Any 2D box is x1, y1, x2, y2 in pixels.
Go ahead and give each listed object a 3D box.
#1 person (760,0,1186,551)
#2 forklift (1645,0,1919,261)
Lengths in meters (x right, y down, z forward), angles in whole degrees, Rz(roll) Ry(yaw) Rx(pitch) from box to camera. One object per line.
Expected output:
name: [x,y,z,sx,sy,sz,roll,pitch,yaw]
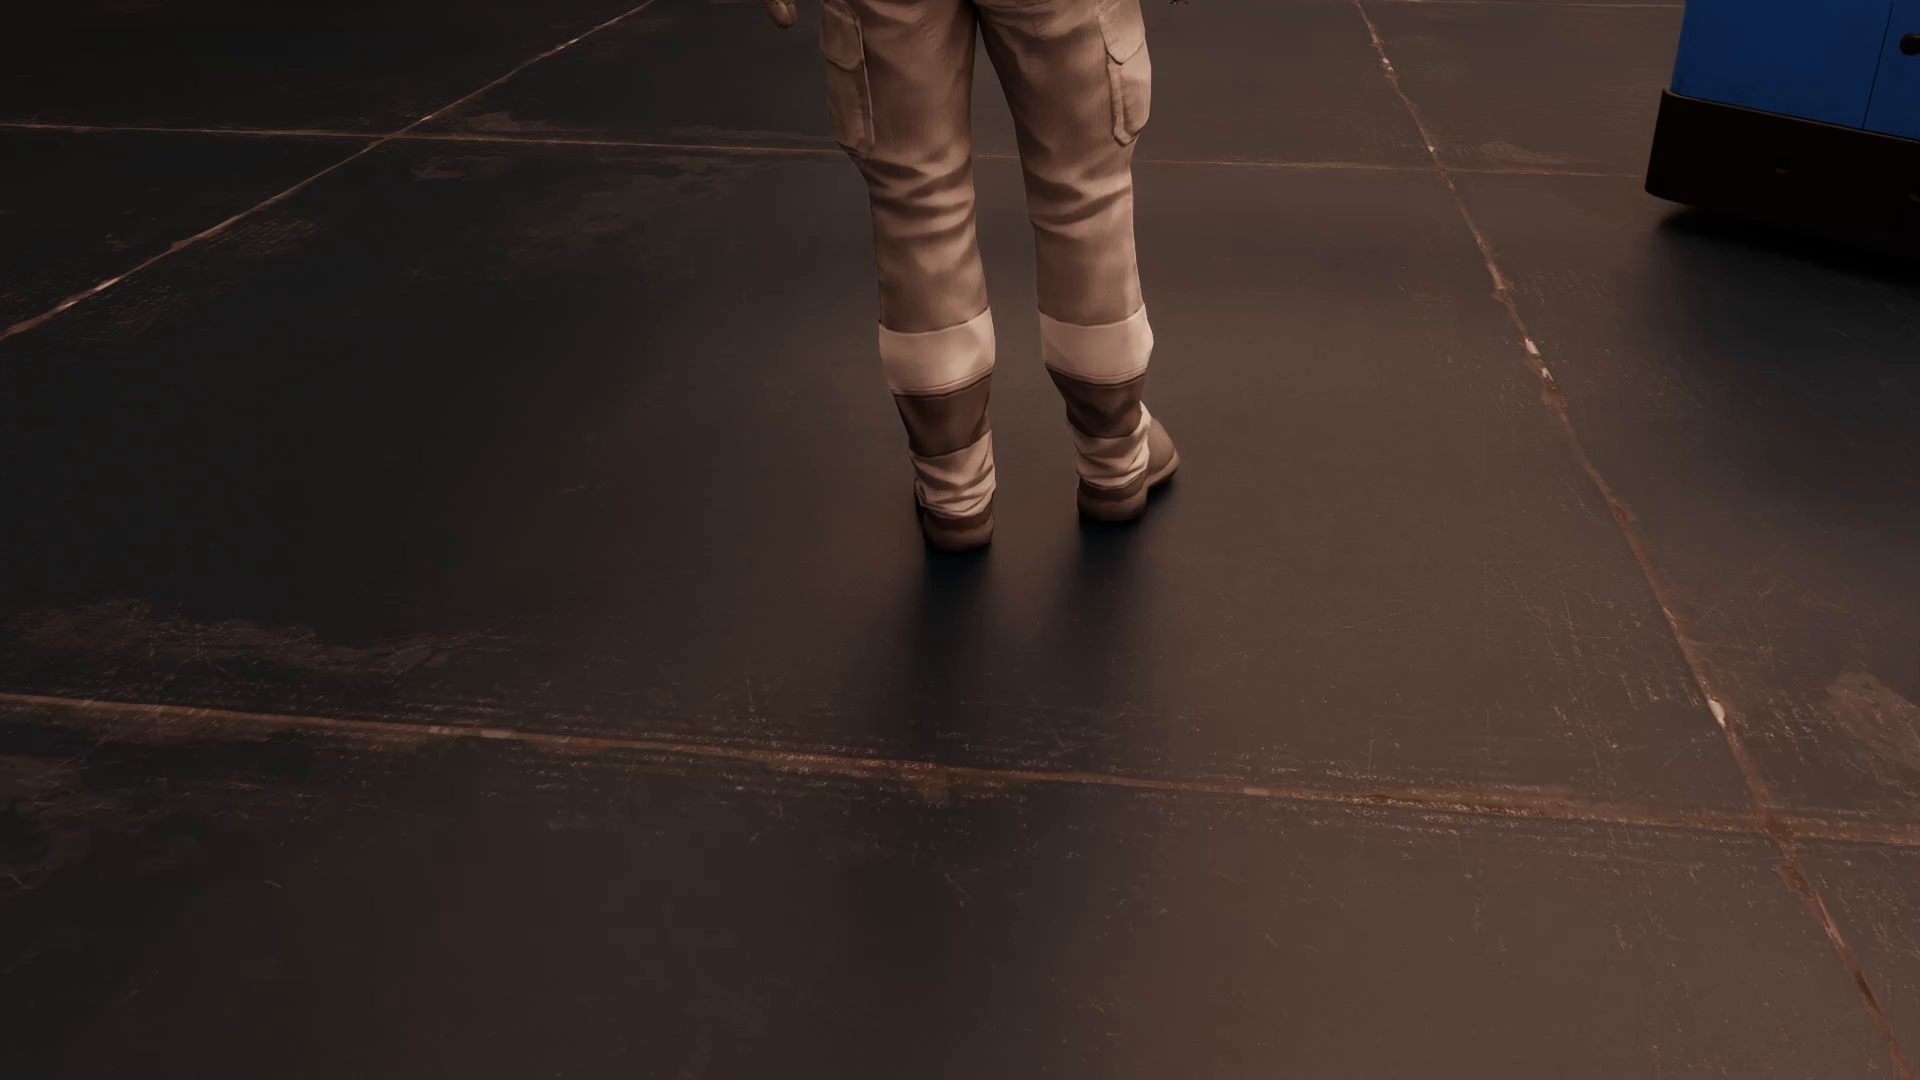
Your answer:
person: [0.021,-0.842,2.168,0.638,1.789,0.562,3,27,7]
forklift: [3.160,-2.297,3.821,3.031,2.935,1.130,-18,31,-31]
